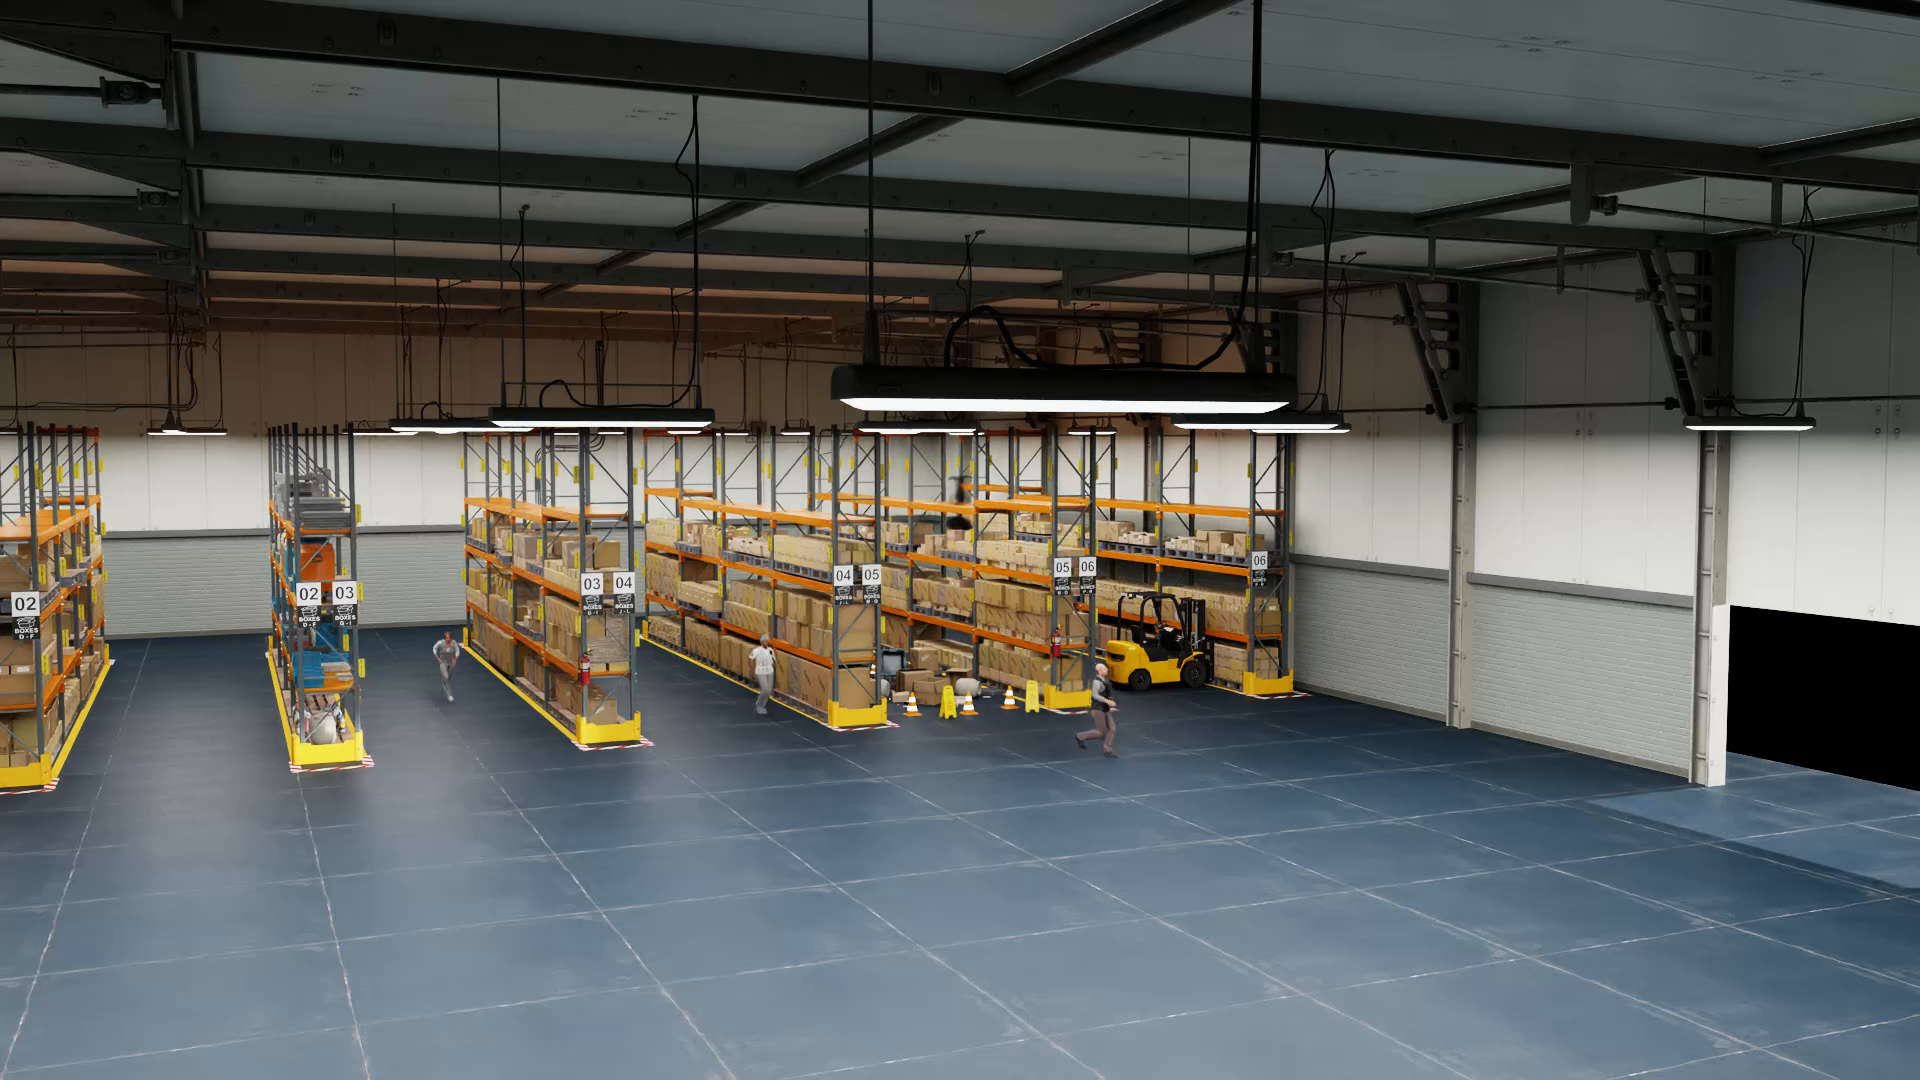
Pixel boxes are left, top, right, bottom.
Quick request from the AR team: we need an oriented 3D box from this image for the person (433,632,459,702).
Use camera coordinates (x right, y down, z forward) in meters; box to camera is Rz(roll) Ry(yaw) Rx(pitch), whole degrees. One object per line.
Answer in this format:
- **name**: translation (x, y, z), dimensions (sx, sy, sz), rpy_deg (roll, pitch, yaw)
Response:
- **person**: translation (-11.279, 2.758, 36.494), dimensions (0.556, 1.533, 0.890), rpy_deg (-1, 4, -21)

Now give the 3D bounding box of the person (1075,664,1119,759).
- **person**: translation (2.471, 3.071, 29.862), dimensions (0.799, 1.719, 0.671), rpy_deg (1, 4, 15)

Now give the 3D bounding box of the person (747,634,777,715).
- **person**: translation (-4.032, 2.780, 34.365), dimensions (0.552, 1.670, 0.643), rpy_deg (-3, 4, -36)

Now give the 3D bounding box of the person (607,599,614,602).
- **person**: translation (-9.791, 2.031, 46.300), dimensions (0.678, 1.750, 0.673), rpy_deg (-1, 4, -13)

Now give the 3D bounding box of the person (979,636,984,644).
- **person**: translation (0.538, 2.278, 43.726), dimensions (0.573, 1.567, 0.476), rpy_deg (-2, 4, -34)
